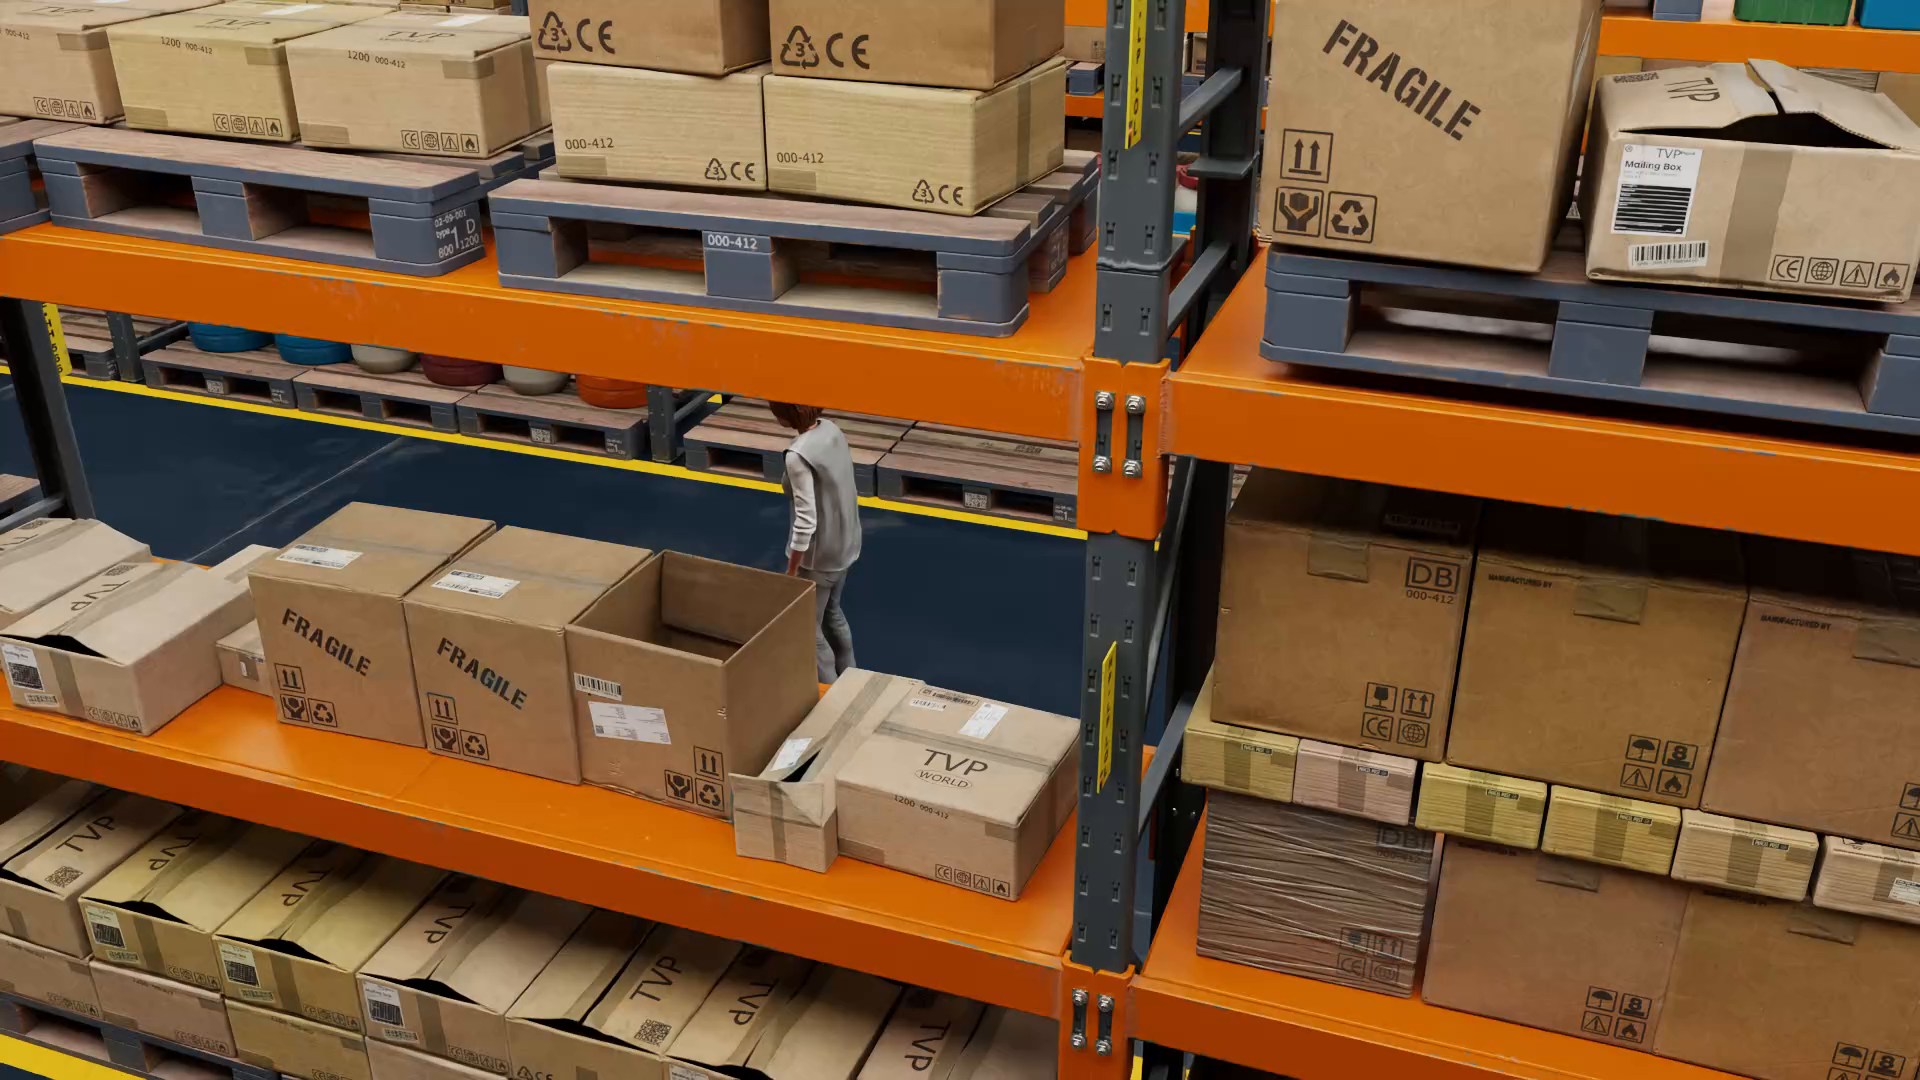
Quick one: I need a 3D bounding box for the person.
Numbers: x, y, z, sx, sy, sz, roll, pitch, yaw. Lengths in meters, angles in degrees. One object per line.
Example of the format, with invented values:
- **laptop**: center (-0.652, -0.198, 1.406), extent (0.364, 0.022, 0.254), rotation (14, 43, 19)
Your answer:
- **person**: center (-0.597, 0.059, 7.006), extent (0.345, 1.592, 0.460), rotation (9, 27, 18)
